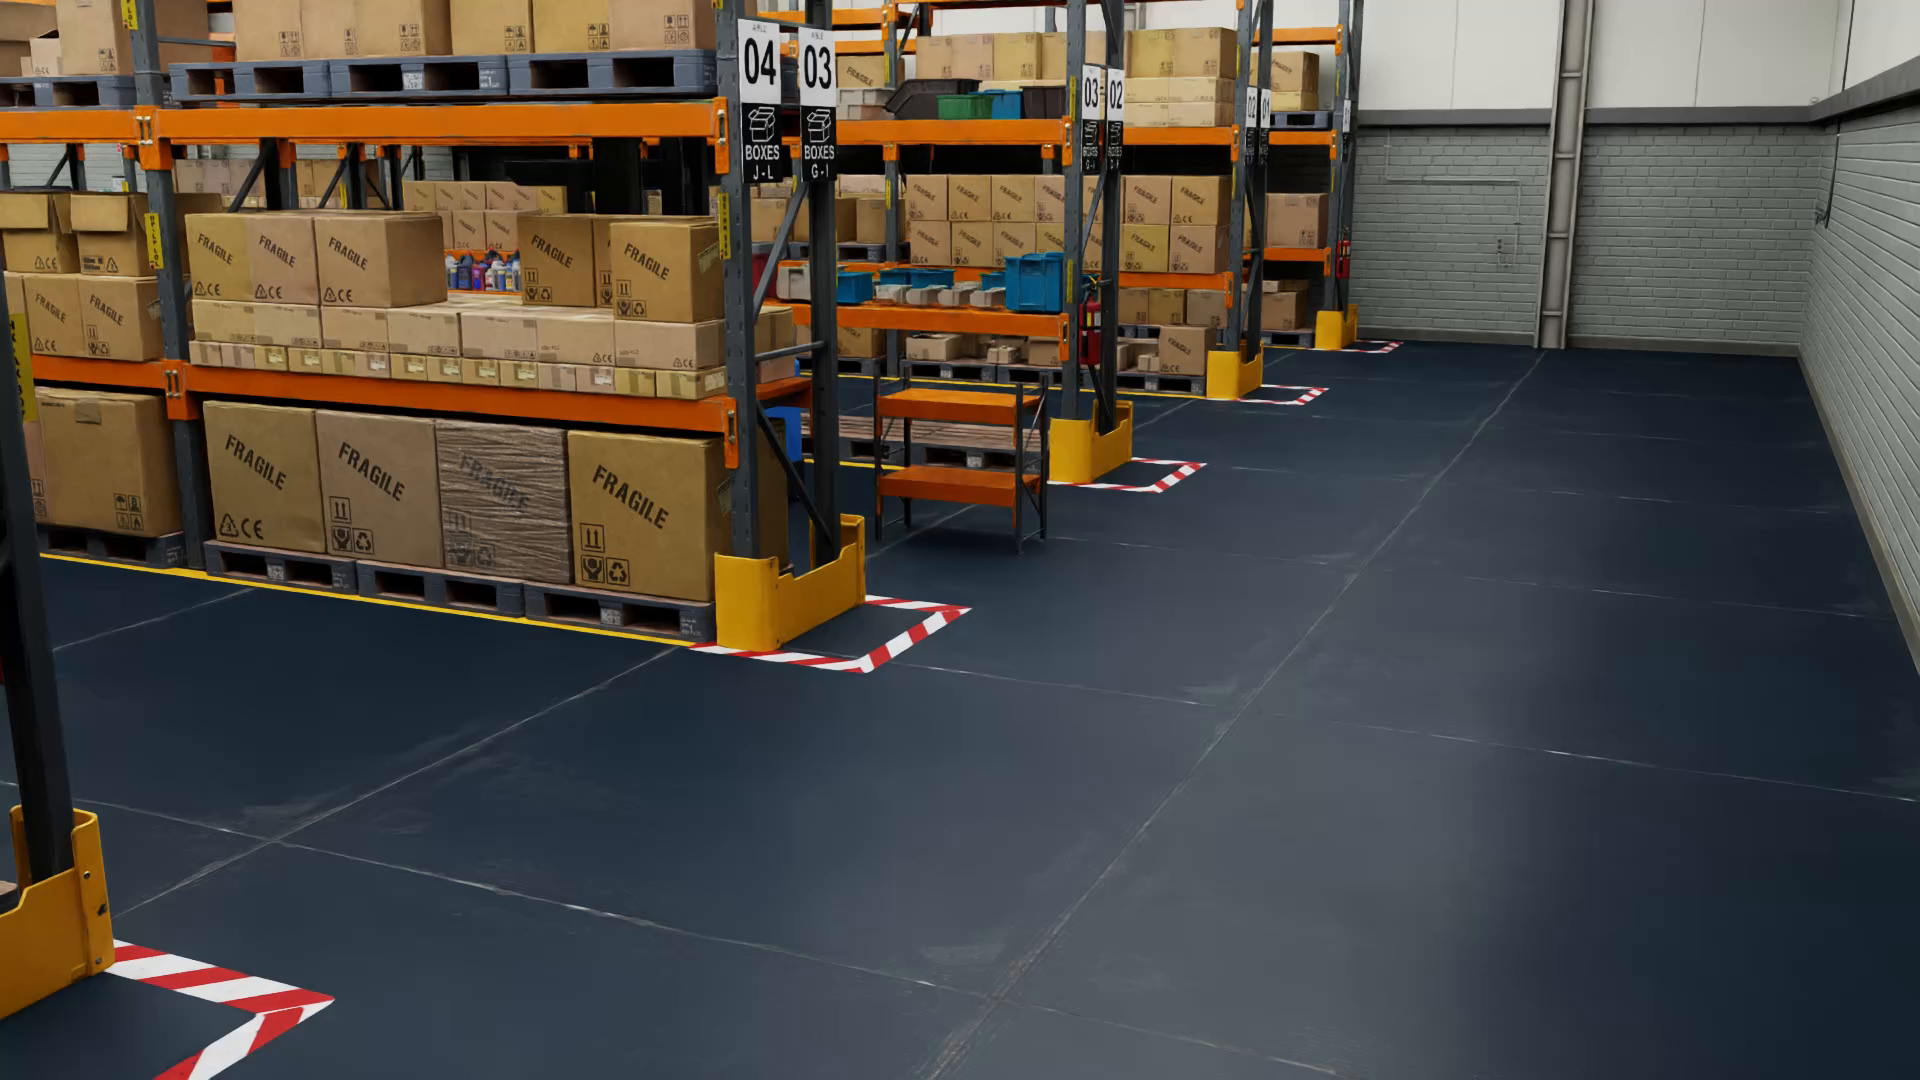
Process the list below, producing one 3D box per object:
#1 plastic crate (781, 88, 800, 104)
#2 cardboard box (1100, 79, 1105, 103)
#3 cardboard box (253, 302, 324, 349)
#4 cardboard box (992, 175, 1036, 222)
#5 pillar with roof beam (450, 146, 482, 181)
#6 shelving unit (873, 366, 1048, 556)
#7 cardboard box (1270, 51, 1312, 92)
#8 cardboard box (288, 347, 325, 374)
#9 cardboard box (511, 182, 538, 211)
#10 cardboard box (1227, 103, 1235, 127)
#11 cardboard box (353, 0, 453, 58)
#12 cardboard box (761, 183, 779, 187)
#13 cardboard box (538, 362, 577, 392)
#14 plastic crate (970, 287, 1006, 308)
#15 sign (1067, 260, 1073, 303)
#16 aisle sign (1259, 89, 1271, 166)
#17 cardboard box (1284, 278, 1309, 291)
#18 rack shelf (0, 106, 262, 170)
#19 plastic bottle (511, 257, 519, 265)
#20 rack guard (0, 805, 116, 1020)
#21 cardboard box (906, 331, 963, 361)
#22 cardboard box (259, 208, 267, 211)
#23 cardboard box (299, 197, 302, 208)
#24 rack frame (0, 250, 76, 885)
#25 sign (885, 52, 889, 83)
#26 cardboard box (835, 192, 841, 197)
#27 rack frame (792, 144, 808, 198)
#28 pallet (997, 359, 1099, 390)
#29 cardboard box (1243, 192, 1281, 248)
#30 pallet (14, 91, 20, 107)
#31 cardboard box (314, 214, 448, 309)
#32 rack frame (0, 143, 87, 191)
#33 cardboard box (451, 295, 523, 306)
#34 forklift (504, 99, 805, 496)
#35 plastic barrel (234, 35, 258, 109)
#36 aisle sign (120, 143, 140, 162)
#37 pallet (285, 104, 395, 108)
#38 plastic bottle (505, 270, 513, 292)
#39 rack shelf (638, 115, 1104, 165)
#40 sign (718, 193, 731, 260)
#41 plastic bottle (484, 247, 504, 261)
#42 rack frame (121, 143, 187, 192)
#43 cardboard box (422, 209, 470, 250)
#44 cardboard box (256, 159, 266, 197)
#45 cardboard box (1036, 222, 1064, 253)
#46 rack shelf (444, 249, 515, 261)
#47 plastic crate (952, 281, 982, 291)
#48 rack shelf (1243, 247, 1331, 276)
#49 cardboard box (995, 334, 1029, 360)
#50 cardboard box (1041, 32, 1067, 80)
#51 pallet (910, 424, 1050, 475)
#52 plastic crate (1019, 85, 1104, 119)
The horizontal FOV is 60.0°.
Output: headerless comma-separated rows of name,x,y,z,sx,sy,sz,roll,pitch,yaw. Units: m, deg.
plastic crate,-1.573,-3.635,13.898,0.590,0.269,0.497,6,14,23
cardboard box,1.583,-4.792,17.780,0.500,0.250,0.500,6,14,23
cardboard box,-3.828,-1.302,9.915,0.500,0.250,0.500,6,14,23
cardboard box,0.671,-3.782,18.399,0.500,0.500,0.500,5,14,22
pillar with roof beam,-10.310,-7.727,24.487,0.400,9.000,9.100,6,14,23
shelving unit,0.006,-0.547,11.124,1.048,1.125,0.538,6,14,23
cardboard box,4.293,-6.125,21.776,0.500,0.500,0.500,6,14,23
cardboard box,-3.746,-1.084,9.858,0.250,0.149,0.380,5,14,22
cardboard box,-6.915,-5.545,26.965,0.500,0.500,0.500,6,14,23
cardboard box,2.703,-4.562,17.893,0.500,0.250,0.500,6,14,23
cardboard box,-2.954,-2.949,9.334,0.500,0.500,0.700,6,15,26
cardboard box,-2.870,-5.480,25.443,0.250,0.149,0.380,3,14,14
cardboard box,-2.102,-0.918,9.150,0.250,0.149,0.380,6,15,24
plastic crate,0.241,-1.978,13.566,0.243,0.136,0.396,6,14,23
sign,0.852,-2.003,12.868,0.005,0.325,0.100,6,14,23
aisle sign,3.251,-4.395,17.727,0.004,0.787,0.394,6,14,23
cardboard box,4.587,-3.487,22.680,0.250,0.149,0.380,6,14,24
rack shelf,-6.432,-2.671,11.079,4.000,0.370,1.077,6,14,23
plastic bottle,-4.256,-2.581,15.971,0.097,0.271,0.097,0,13,0
rack guard,-3.117,1.231,4.914,0.348,0.500,1.175,6,14,23
cardboard box,-0.292,-2.265,19.266,0.500,0.311,0.500,6,14,23
cardboard box,-9.253,-4.368,23.083,0.500,0.500,0.700,6,14,24
cardboard box,-8.944,-4.601,22.656,0.250,0.149,0.380,6,14,23
rack frame,-3.048,0.021,4.598,0.127,3.000,1.000,6,14,23
sign,-0.809,-5.232,18.425,0.005,0.325,0.100,6,14,23
cardboard box,-1.902,-4.954,24.888,0.500,0.500,0.500,6,15,25
rack frame,-2.242,-4.849,25.355,0.127,3.000,1.000,6,14,23
pallet,1.159,-1.910,18.934,1.213,0.211,1.003,6,14,23
cardboard box,3.932,-4.365,22.636,0.700,0.700,0.980,6,14,23
pallet,-6.627,-2.963,11.162,1.213,0.211,1.003,7,15,26
cardboard box,-3.345,-1.620,9.630,0.500,0.500,0.500,5,14,21
rack frame,-9.912,-3.150,18.114,0.127,3.000,1.000,6,14,23
cardboard box,-2.691,-1.319,9.988,0.500,0.250,0.500,5,14,22
forklift,-2.685,-1.826,12.619,3.031,2.935,1.130,8,16,32
plastic barrel,-6.918,-4.606,16.654,0.600,0.901,0.600,0,13,0
aisle sign,-11.744,-5.762,23.555,0.004,0.787,0.394,6,14,23
pallet,-5.595,-4.057,15.827,1.213,0.211,1.003,6,14,23
plastic bottle,-4.124,-2.380,15.267,0.097,0.201,0.097,0,13,0
rack shelf,-0.769,-3.335,13.910,4.000,0.370,1.077,6,14,23
sign,-1.179,-1.572,8.337,0.005,0.325,0.100,6,14,23
plastic bottle,-4.539,-2.679,16.212,0.185,0.351,0.144,6,14,23
rack frame,-11.559,-4.555,24.099,0.127,3.000,1.000,6,14,23
cardboard box,-6.725,-4.110,21.985,0.500,0.500,0.500,7,15,27
cardboard box,-9.231,-4.998,22.928,0.500,0.500,0.700,6,14,23
cardboard box,1.159,-3.249,18.315,0.500,0.500,0.500,6,14,22
rack shelf,-6.074,-3.649,21.815,4.000,0.370,1.077,6,14,23
plastic crate,0.087,-2.142,14.264,0.298,0.136,0.250,6,14,23
rack shelf,3.244,-3.944,23.072,4.000,0.370,1.077,6,14,23
cardboard box,0.734,-2.287,19.356,0.500,0.311,0.500,6,14,23
cardboard box,1.250,-5.268,18.164,0.500,0.500,0.700,6,14,23
pallet,0.321,-0.767,14.061,1.213,0.211,1.003,6,14,23
plastic crate,0.820,-3.530,13.454,0.590,0.269,0.497,6,14,23
